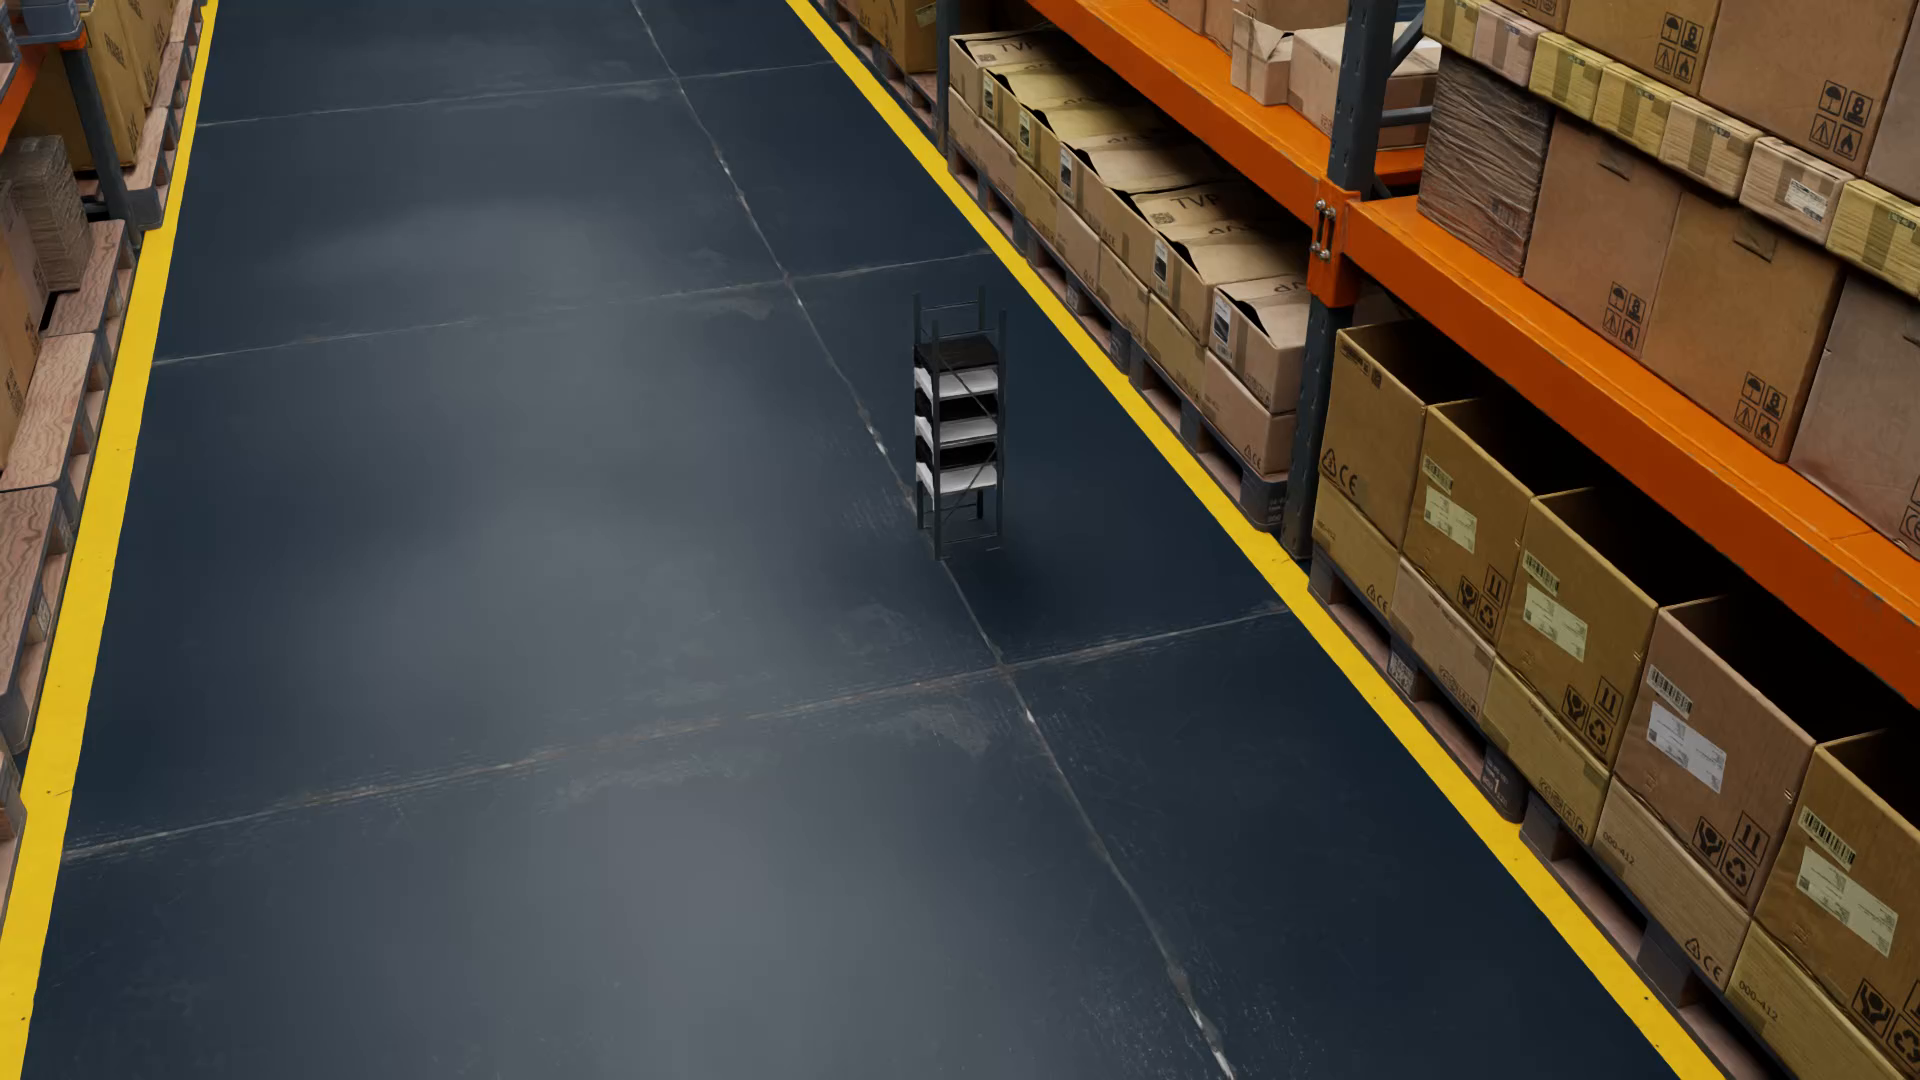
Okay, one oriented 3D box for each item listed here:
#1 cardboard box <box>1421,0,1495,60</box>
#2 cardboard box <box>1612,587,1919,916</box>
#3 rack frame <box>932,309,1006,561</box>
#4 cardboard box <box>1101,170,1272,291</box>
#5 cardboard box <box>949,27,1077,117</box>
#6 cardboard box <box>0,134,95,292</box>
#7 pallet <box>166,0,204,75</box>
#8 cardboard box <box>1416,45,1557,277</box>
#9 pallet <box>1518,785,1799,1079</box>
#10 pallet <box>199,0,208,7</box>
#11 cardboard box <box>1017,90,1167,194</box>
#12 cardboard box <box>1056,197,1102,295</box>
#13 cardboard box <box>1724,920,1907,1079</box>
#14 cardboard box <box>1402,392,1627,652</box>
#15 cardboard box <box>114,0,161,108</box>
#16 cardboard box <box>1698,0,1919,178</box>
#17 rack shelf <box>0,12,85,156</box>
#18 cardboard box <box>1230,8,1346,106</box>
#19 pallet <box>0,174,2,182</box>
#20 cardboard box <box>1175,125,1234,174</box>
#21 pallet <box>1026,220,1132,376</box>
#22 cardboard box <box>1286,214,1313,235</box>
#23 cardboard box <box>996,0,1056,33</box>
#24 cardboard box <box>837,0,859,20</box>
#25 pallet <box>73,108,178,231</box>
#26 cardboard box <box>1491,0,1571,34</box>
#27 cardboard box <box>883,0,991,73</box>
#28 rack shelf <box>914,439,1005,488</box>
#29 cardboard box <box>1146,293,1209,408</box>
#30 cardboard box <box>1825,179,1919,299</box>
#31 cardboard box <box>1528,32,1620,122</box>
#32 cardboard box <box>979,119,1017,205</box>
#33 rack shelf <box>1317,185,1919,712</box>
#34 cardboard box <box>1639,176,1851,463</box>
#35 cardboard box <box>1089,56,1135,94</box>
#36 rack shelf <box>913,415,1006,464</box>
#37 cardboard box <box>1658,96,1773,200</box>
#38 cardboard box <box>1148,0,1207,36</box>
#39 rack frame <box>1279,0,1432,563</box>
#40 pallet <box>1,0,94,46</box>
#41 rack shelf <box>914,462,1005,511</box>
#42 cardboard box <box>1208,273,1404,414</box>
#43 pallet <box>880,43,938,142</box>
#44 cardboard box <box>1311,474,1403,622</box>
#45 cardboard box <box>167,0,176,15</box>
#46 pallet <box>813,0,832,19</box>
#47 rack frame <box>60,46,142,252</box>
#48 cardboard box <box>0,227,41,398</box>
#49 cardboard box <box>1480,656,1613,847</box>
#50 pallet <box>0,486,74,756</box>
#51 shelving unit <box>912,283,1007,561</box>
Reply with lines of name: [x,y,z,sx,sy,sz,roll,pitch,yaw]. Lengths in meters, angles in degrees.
cardboard box: [1.492,-1.430,4.514,0.380,0.149,0.250,-10,35,-15]
cardboard box: [1.897,0.451,3.779,0.500,0.500,0.500,-10,35,-15]
rack frame: [0.029,-0.326,5.428,0.240,0.900,0.006,-10,35,-15]
cardboard box: [0.883,-1.252,6.529,0.500,0.311,0.500,-10,35,-15]
cardboard box: [0.254,-2.329,8.158,0.500,0.311,0.500,-9,34,-13]
cardboard box: [-4.073,-1.328,6.907,0.700,0.500,0.500,-10,35,-14]
pallet: [-5.255,-3.101,10.251,1.003,0.211,1.213,-10,35,-15]
cardboard box: [1.736,-1.101,4.605,0.700,0.500,0.500,-11,35,-16]
pallet: [2.173,0.938,4.138,1.003,0.211,1.213,-10,35,-15]
pallet: [-5.720,-3.905,11.469,1.003,0.211,1.213,-10,35,-15]
cardboard box: [0.576,-1.786,7.337,0.500,0.311,0.500,-11,35,-16]
cardboard box: [0.729,-1.290,7.095,0.500,0.250,0.500,-9,35,-14]
cardboard box: [2.051,1.026,3.589,0.500,0.250,0.500,-10,35,-15]
cardboard box: [1.598,-0.075,4.575,0.500,0.500,0.500,-10,35,-15]
cardboard box: [-4.703,-2.704,8.690,0.750,0.750,0.750,-10,35,-15]
cardboard box: [2.043,-1.114,3.448,0.700,0.500,0.500,-10,35,-15]
rack shelf: [-3.732,-1.206,5.507,1.077,0.370,4.000,-10,35,-15]
cardboard box: [1.151,-1.666,5.672,0.396,0.266,0.258,-11,35,-16]
pallet: [-3.217,-0.802,4.417,1.003,0.211,1.213,-10,35,-15]
cardboard box: [1.235,-1.619,7.084,0.500,0.311,0.500,-9,35,-13]
pallet: [0.957,-1.150,7.299,1.003,0.211,1.213,-10,35,-15]
cardboard box: [1.558,-1.076,6.262,0.500,0.311,0.500,-10,35,-15]
cardboard box: [0.508,-2.819,9.164,0.500,0.500,0.500,-9,34,-13]
cardboard box: [-0.458,-3.530,10.239,0.500,0.500,0.500,-11,35,-17]
pallet: [-4.511,-1.820,8.312,1.003,0.211,1.213,-10,35,-15]
cardboard box: [1.736,-1.642,4.247,0.700,0.500,0.500,-10,35,-15]
cardboard box: [-0.135,-2.984,9.413,0.500,0.500,0.500,-9,34,-13]
rack shelf: [-0.002,-0.277,5.576,0.258,0.077,0.200,-10,35,-15]
cardboard box: [1.039,-0.754,6.284,0.500,0.250,0.500,-11,35,-15]
cardboard box: [1.968,-0.617,3.284,0.380,0.149,0.250,-10,35,-15]
cardboard box: [1.649,-1.163,4.110,0.380,0.149,0.250,-11,35,-16]
cardboard box: [0.409,-1.831,7.914,0.500,0.250,0.500,-11,35,-16]
rack shelf: [2.204,0.059,3.593,1.077,0.370,4.000,-10,35,-15]
cardboard box: [2.052,-0.561,3.788,0.700,0.500,0.500,-10,35,-14]
cardboard box: [0.933,-2.148,7.884,0.500,0.311,0.500,-11,35,-15]
rack shelf: [-0.002,-0.352,5.527,0.258,0.077,0.200,-10,35,-15]
cardboard box: [1.805,-0.894,3.703,0.380,0.149,0.250,-11,35,-16]
cardboard box: [1.062,-2.278,6.387,0.500,0.500,0.500,-10,35,-15]
rack frame: [1.594,-1.291,4.983,1.000,3.000,0.127,-10,35,-15]
pallet: [-4.023,-2.120,6.412,1.213,0.211,1.003,-10,35,-15]
rack shelf: [-0.002,-0.202,5.626,0.258,0.077,0.200,-10,35,-15]
cardboard box: [1.198,-0.718,5.720,0.500,0.311,0.500,-10,35,-15]
pallet: [0.183,-2.626,9.533,1.003,0.211,1.213,-10,35,-15]
cardboard box: [1.447,-0.025,5.180,0.500,0.250,0.500,-10,35,-15]
cardboard box: [-5.240,-3.615,10.070,0.750,0.750,0.750,-10,35,-14]
pallet: [-0.562,-3.907,11.472,1.003,0.211,1.213,-10,35,-15]
rack frame: [-4.342,-2.556,6.898,1.000,3.000,0.127,-10,35,-15]
cardboard box: [-3.848,-0.782,6.080,0.700,0.500,0.500,-10,35,-15]
cardboard box: [1.742,0.502,4.383,0.500,0.250,0.500,-10,35,-15]
pallet: [-3.361,0.299,5.107,1.003,0.211,1.213,-10,35,-15]
shelving unit: [-0.002,-0.380,5.508,0.258,0.900,0.210,-10,35,-15]
